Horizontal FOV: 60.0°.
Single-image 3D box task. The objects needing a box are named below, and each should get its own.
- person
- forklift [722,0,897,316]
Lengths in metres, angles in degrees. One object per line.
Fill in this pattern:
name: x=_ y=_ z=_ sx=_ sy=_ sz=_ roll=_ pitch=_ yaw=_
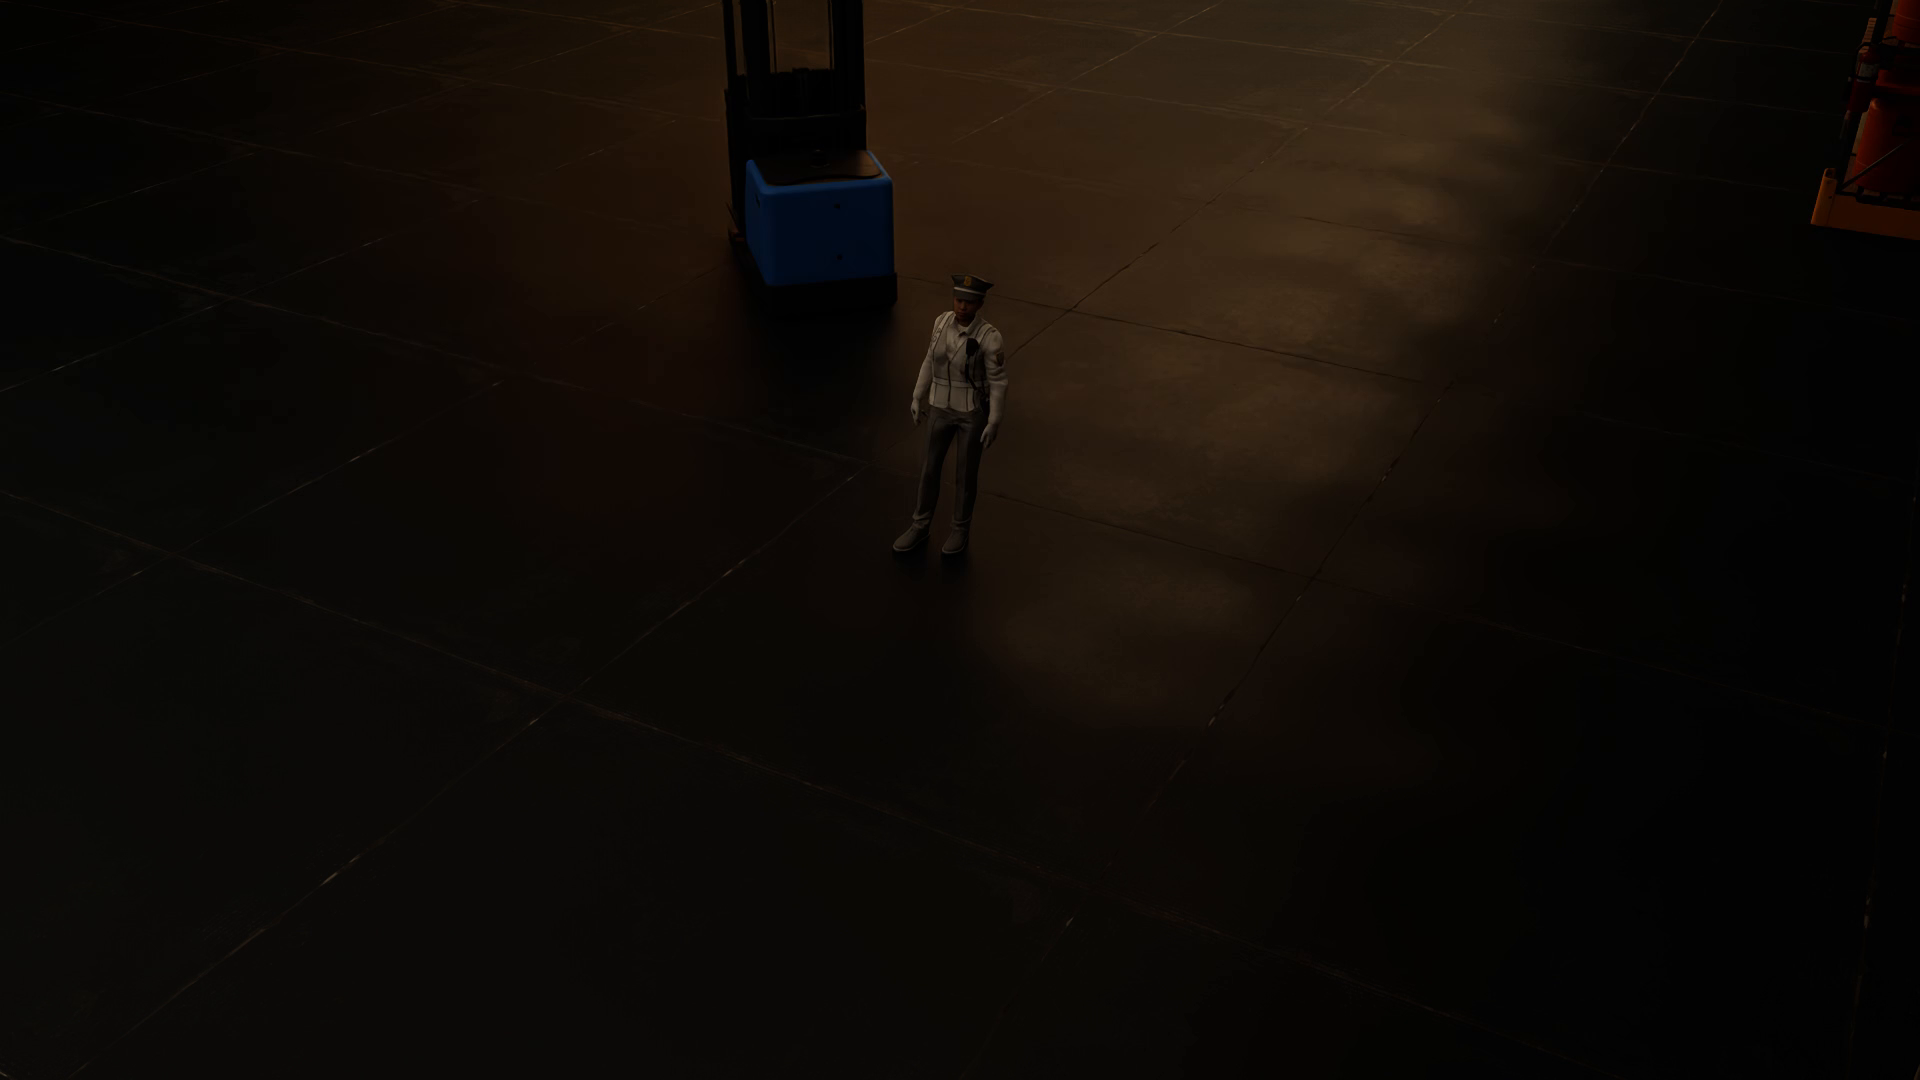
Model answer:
person: x=-0.040 y=-0.712 z=9.527 sx=0.586 sy=1.694 sz=0.530 roll=15 pitch=33 yaw=25
forklift: x=-1.371 y=-3.729 z=13.533 sx=1.130 sy=2.935 sz=3.031 roll=-8 pitch=31 yaw=-13
